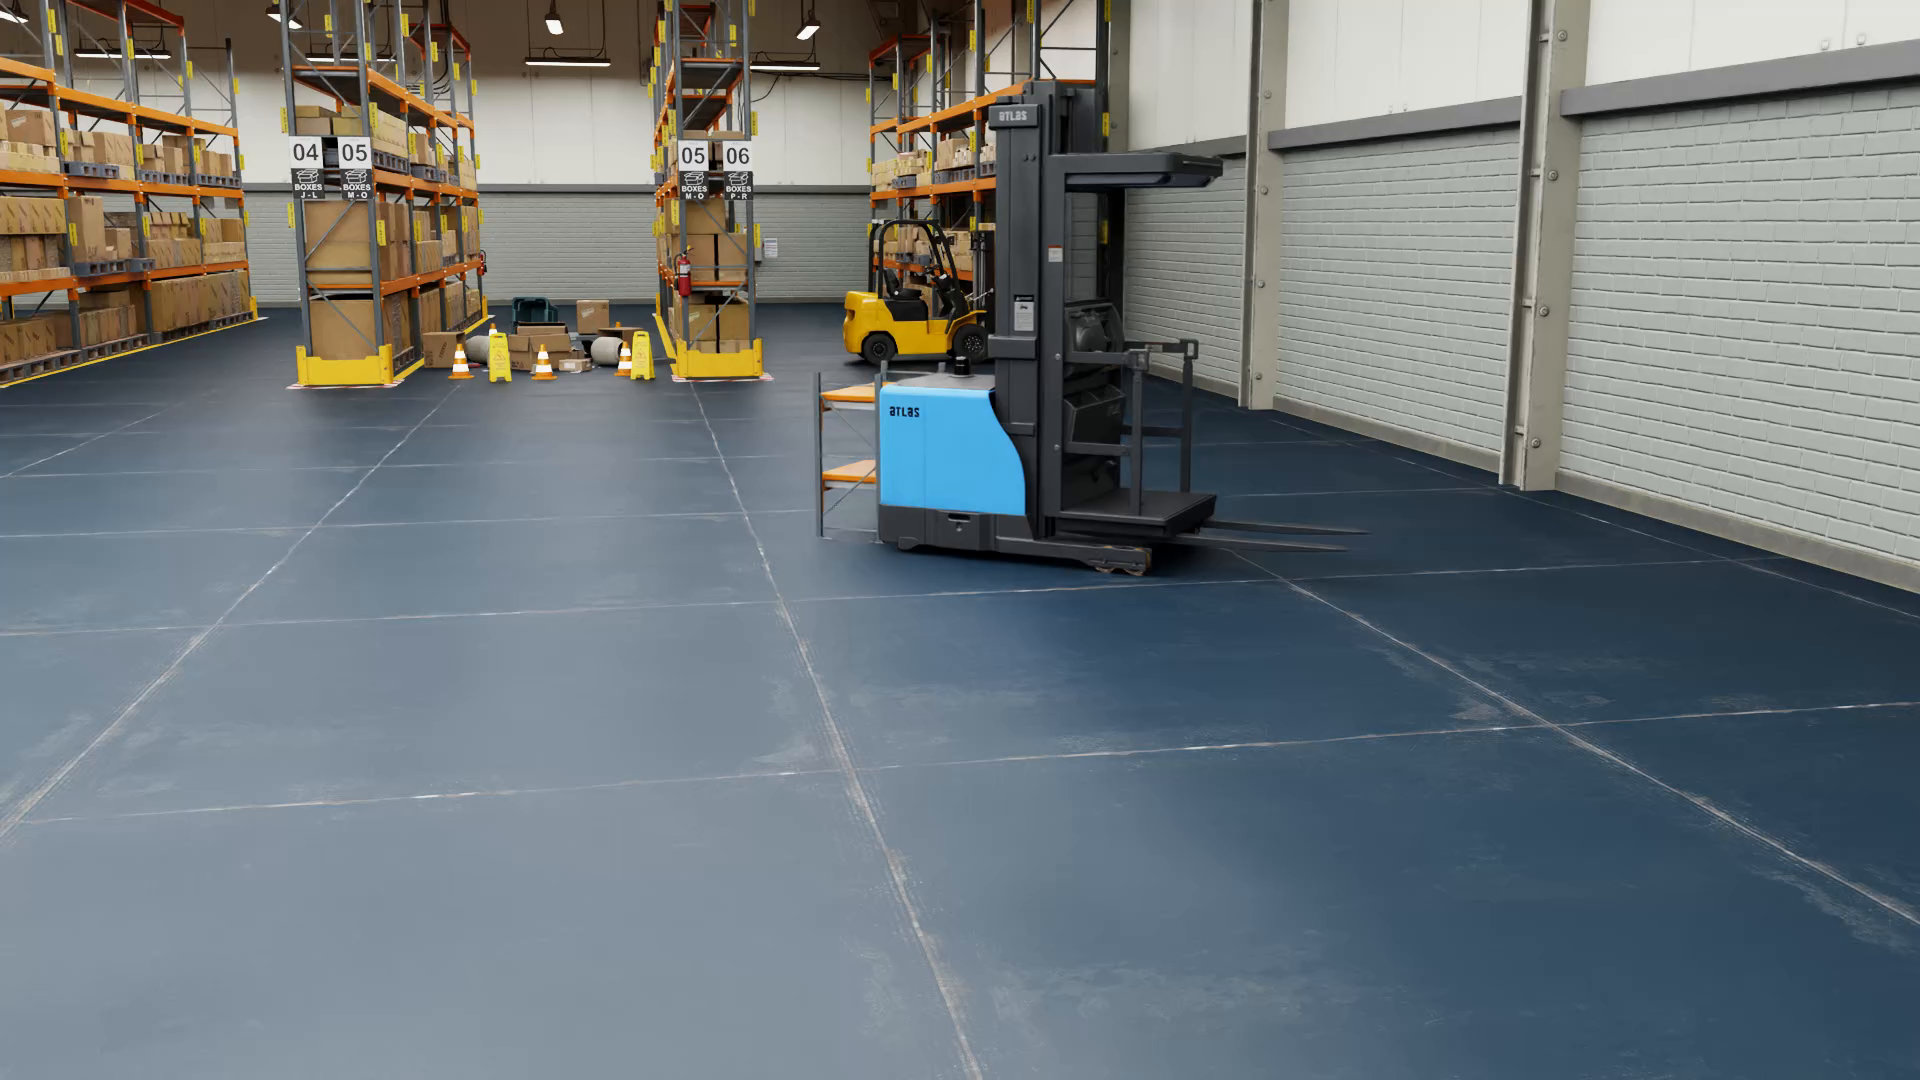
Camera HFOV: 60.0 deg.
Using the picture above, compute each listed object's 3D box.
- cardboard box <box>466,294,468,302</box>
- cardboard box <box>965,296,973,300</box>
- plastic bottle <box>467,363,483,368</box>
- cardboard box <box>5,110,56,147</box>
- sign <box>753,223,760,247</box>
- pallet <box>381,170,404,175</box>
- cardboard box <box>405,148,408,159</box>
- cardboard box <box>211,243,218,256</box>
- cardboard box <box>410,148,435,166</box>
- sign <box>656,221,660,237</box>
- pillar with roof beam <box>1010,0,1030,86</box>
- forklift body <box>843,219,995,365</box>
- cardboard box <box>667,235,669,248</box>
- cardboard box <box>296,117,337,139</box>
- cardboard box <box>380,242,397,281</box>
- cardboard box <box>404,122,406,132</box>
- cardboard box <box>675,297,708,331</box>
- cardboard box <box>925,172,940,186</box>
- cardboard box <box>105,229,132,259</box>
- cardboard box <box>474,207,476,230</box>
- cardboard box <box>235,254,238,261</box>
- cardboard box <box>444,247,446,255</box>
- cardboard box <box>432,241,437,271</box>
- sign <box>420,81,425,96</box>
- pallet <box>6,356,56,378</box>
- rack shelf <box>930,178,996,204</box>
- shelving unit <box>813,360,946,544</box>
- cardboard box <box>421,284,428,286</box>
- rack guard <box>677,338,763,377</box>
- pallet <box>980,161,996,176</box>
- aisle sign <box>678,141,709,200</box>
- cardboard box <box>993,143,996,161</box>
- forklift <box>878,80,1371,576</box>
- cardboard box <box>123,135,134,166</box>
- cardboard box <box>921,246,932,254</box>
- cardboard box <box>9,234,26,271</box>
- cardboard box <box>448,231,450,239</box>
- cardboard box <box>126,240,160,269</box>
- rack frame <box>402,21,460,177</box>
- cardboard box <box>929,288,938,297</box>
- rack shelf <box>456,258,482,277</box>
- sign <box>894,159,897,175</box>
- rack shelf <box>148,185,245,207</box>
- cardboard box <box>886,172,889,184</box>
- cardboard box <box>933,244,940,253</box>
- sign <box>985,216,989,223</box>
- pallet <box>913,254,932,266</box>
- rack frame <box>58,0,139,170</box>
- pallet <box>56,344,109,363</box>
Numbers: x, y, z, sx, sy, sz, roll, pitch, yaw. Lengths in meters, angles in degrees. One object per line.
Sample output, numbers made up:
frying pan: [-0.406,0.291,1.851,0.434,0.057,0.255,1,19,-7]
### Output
cardboard box: [-10.376,-4.991,34.306,0.380,0.149,0.250,-2,11,-8]
cardboard box: [0.487,-3.959,29.205,0.875,0.625,0.625,-2,11,-12]
plastic bottle: [-7.215,-2.580,24.589,0.283,0.061,0.133,-6,13,-31]
cardboard box: [-13.508,-5.981,24.178,0.500,0.500,0.500,-2,11,-13]
sign: [-2.815,-4.212,22.989,0.100,0.325,0.005,-2,11,-11]
pallet: [-9.188,-5.848,26.389,0.805,0.209,1.217,-3,11,-13]
cardboard box: [-8.576,-5.852,25.182,0.380,0.149,0.250,-2,11,-11]
cardboard box: [-15.328,-5.867,33.605,0.500,0.250,0.500,-2,11,-11]
cardboard box: [-9.241,-6.540,28.361,0.500,0.311,0.500,-2,11,-11]
sign: [-6.225,-6.412,34.333,0.100,0.325,0.005,-2,11,-11]
pillar with roof beam: [-3.120,-8.000,29.159,9.100,9.000,0.548,-2,11,-11]
forklift body: [-0.637,-3.813,25.476,2.313,2.155,1.214,-2,11,-11]
cardboard box: [-5.043,-5.545,30.120,0.500,0.500,0.500,-2,11,-13]
cardboard box: [-8.552,-5.450,21.998,0.500,0.250,0.500,-2,11,-10]
cardboard box: [-8.414,-3.916,23.347,0.875,0.550,0.550,-2,11,-11]
cardboard box: [-8.577,-6.244,25.105,0.380,0.149,0.250,-2,11,-11]
cardboard box: [-4.159,-3.509,25.834,0.500,0.500,0.500,-2,11,-9]
cardboard box: [-0.373,-6.901,31.808,0.500,0.250,0.500,-2,11,-13]
cardboard box: [-14.273,-4.933,27.701,0.700,0.500,0.500,0,11,-3]
cardboard box: [-10.863,-7.022,36.328,0.500,0.500,0.500,-3,11,-13]
cardboard box: [-15.640,-6.025,35.499,0.380,0.149,0.250,-2,11,-10]
cardboard box: [-9.841,-5.405,31.120,0.380,0.149,0.250,-2,11,-9]
cardboard box: [-9.195,-4.829,28.277,0.500,0.500,0.500,-2,11,-12]
sign: [-11.827,-9.928,36.581,0.100,0.325,0.005,-2,11,-11]
pallet: [-13.440,-2.424,23.369,1.003,0.211,1.213,-2,11,-11]
rack shelf: [0.354,-6.169,29.486,1.077,0.370,4.000,-2,11,-11]
shelving unit: [-0.538,-0.634,11.518,0.538,1.125,1.048,5,12,23]
cardboard box: [-10.321,-4.684,31.342,0.500,0.250,0.500,-2,11,-10]
rack guard: [-3.362,-2.553,23.273,1.175,0.500,0.348,-2,11,-11]
pallet: [0.934,-5.956,26.683,1.003,0.211,1.213,-2,11,-11]
aisle sign: [-3.619,-5.022,22.608,0.394,0.787,0.004,-2,11,-11]
cardboard box: [0.734,-6.062,25.968,0.396,0.266,0.258,-2,11,-12]
forklift: [1.028,-1.337,10.384,3.031,2.935,1.130,5,12,24]
cardboard box: [-14.286,-6.564,28.033,0.500,0.500,0.500,-2,11,-10]
cardboard box: [-0.539,-5.605,32.171,0.380,0.149,0.250,-2,11,-10]
cardboard box: [-13.503,-3.977,23.004,0.875,0.500,0.500,-2,11,-11]
cardboard box: [-10.050,-5.888,32.067,0.380,0.149,0.250,-2,11,-13]
cardboard box: [-14.451,-5.022,29.292,0.500,0.500,0.500,-2,11,-9]
rack frame: [-10.517,-8.716,32.925,1.000,3.000,0.127,-2,11,-11]
cardboard box: [-0.379,-4.794,32.188,0.380,0.149,0.250,-3,11,-14]
rack shelf: [-10.906,-5.783,35.481,1.077,0.370,4.000,-2,11,-11]
sign: [-1.344,-7.855,35.041,0.100,0.325,0.005,-2,11,-11]
rack shelf: [-15.791,-7.094,34.350,1.077,0.370,4.000,-2,11,-11]
cardboard box: [-1.352,-7.964,36.599,0.500,0.250,0.500,-2,11,-10]
cardboard box: [-0.213,-5.496,31.115,0.500,0.250,0.500,-2,11,-11]
sign: [0.509,-6.005,31.628,0.100,0.325,0.005,-2,11,-11]
pallet: [-0.236,-5.443,32.284,1.213,0.211,1.003,-2,11,-11]
rack frame: [-14.624,-7.821,28.220,1.000,3.000,0.127,-2,11,-11]
pallet: [-13.999,-2.913,25.938,1.003,0.211,1.213,-2,11,-11]
